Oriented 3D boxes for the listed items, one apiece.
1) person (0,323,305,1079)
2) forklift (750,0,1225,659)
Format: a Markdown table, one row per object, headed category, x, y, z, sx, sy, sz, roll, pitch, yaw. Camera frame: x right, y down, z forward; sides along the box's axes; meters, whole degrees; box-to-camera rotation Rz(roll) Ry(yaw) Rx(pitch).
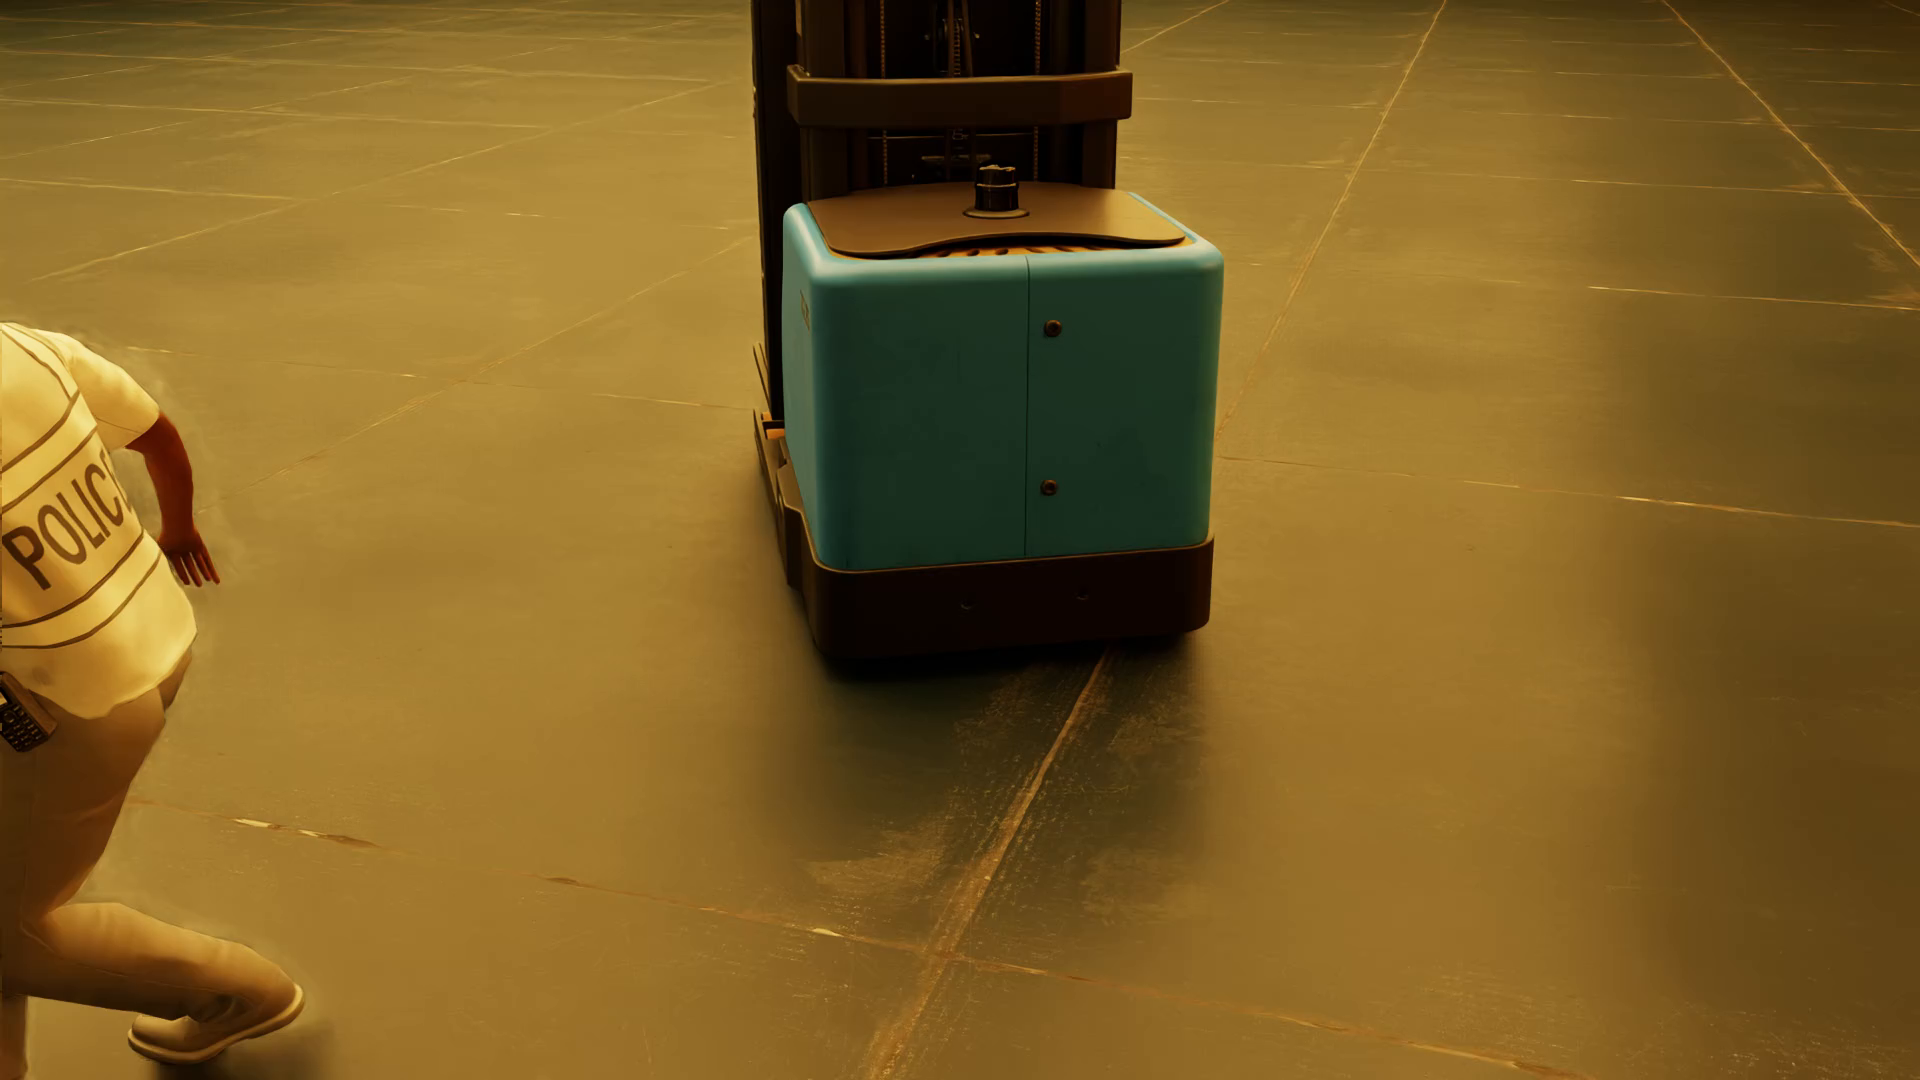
| category | x | y | z | sx | sy | sz | roll | pitch | yaw |
| --- | --- | --- | --- | --- | --- | --- | --- | --- | --- |
| person | -1.562 | 0.190 | 2.670 | 0.797 | 1.561 | 0.757 | -2 | 23 | -5 |
| forklift | -0.112 | -1.584 | 5.116 | 1.130 | 2.935 | 3.031 | -4 | 23 | -10 |
